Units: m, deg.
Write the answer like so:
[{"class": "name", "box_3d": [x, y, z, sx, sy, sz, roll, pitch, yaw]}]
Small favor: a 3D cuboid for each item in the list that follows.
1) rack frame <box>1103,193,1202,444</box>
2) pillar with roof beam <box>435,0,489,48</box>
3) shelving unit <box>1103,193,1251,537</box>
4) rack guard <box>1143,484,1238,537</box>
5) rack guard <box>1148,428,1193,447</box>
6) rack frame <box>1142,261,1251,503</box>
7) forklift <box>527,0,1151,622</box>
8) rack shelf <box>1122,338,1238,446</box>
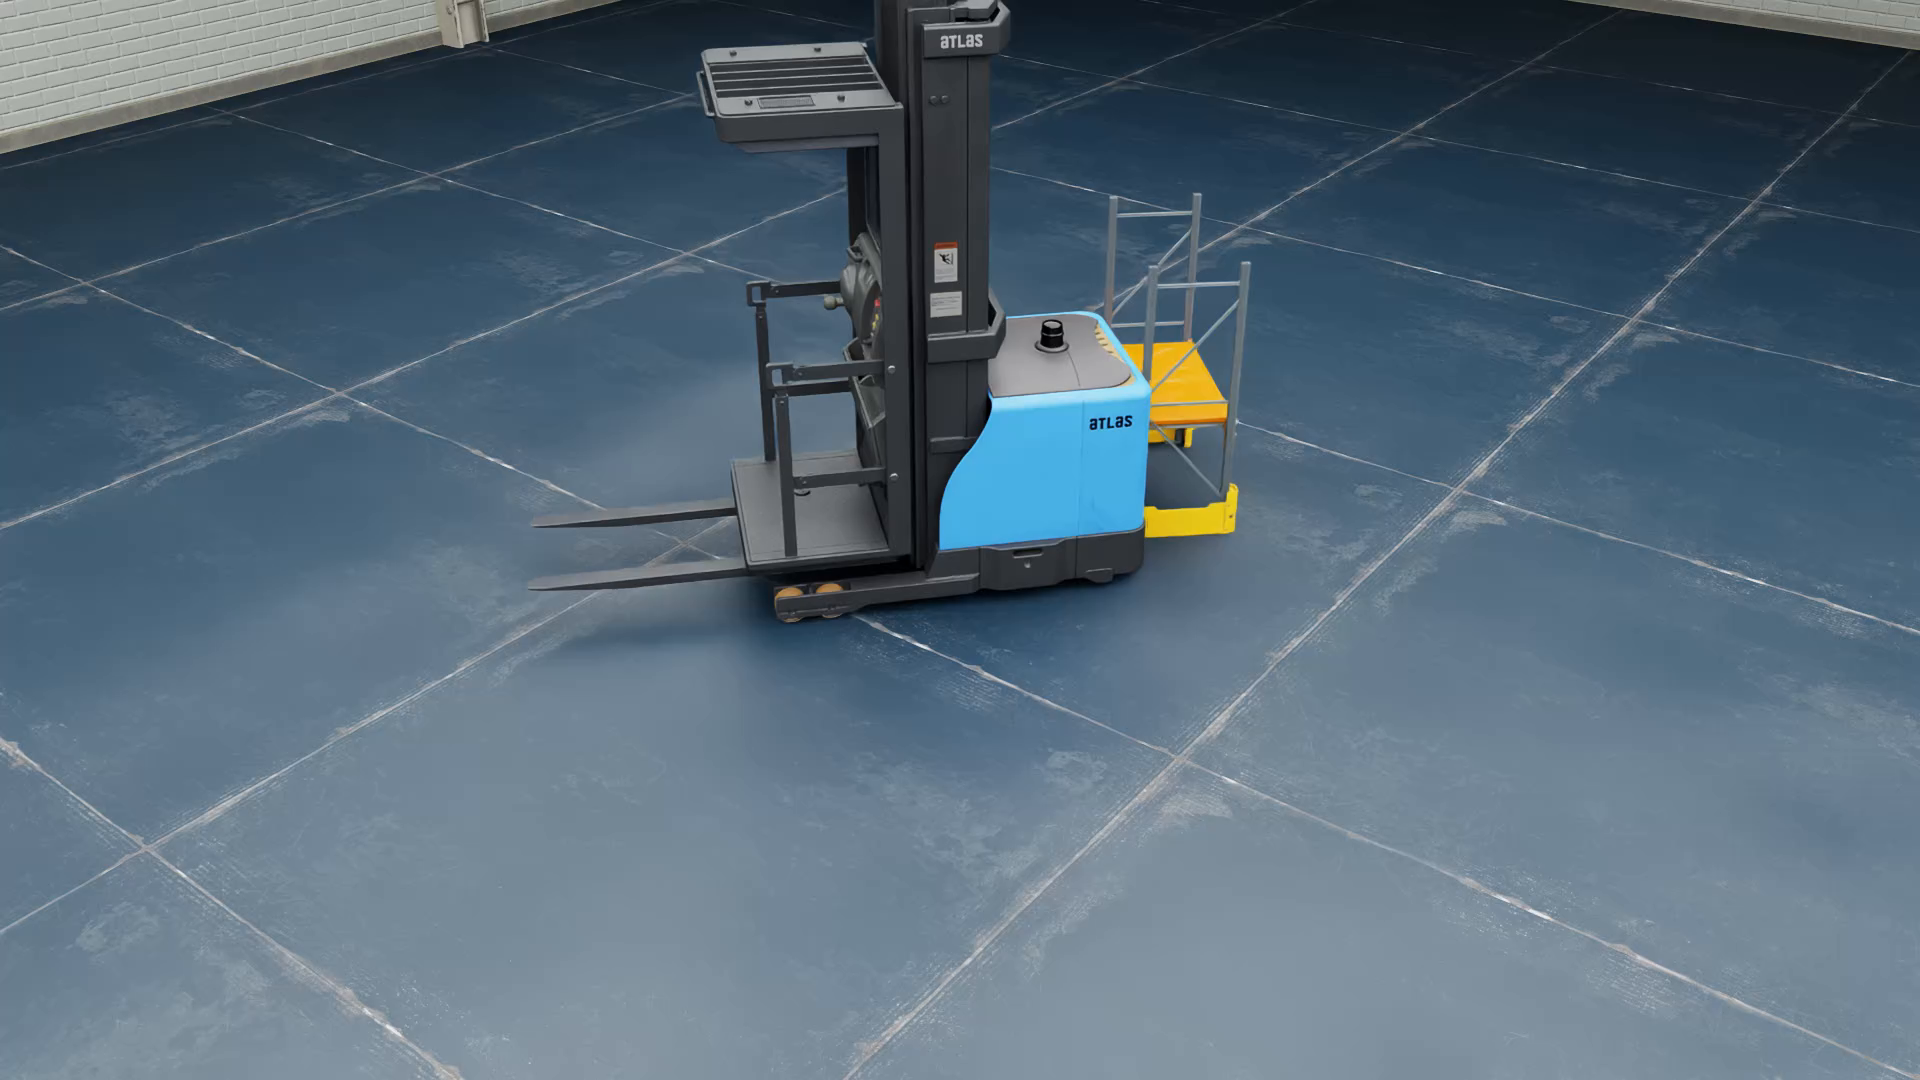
[{"class": "rack frame", "box_3d": [1.051, -1.205, 9.311, 0.500, 1.500, 0.032, -3, 31, -5]}, {"class": "pillar with roof beam", "box_3d": [-1.823, -7.836, 13.146, 9.100, 9.000, 0.400, 21, 37, 31]}, {"class": "shelving unit", "box_3d": [1.107, -0.942, 8.869, 0.587, 1.500, 1.083, -3, 31, -5]}, {"class": "rack guard", "box_3d": [1.162, -0.152, 8.762, 0.587, 0.250, 0.087, -3, 31, -5]}, {"class": "rack guard", "box_3d": [1.053, -0.657, 9.614, 0.587, 0.250, 0.087, -3, 31, -5]}, {"class": "rack frame", "box_3d": [1.162, -0.689, 8.442, 0.500, 1.500, 0.032, -3, 31, -5]}, {"class": "forklift", "box_3d": [-0.642, -1.155, 7.824, 3.031, 2.935, 1.130, -6, 31, -10]}, {"class": "rack shelf", "box_3d": [1.106, -0.792, 8.968, 0.538, 0.185, 1.000, -3, 31, -5]}]
